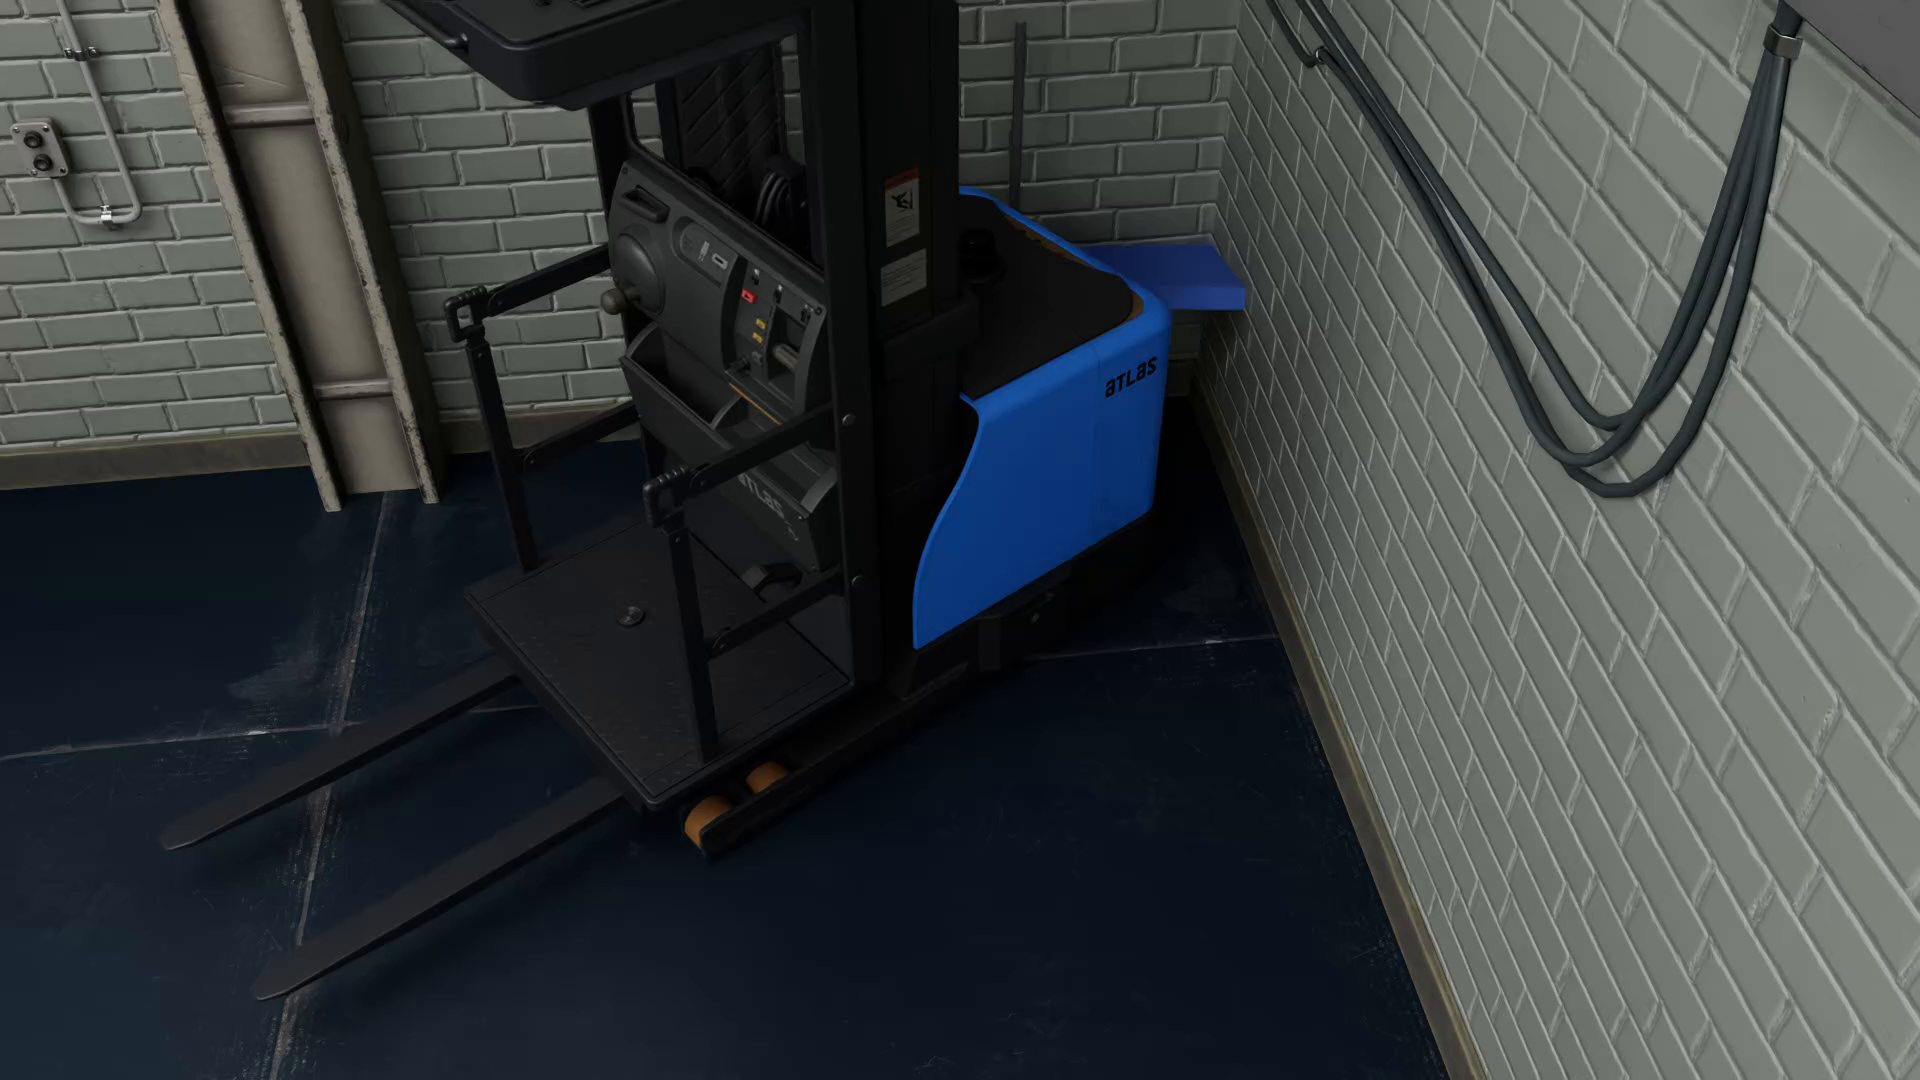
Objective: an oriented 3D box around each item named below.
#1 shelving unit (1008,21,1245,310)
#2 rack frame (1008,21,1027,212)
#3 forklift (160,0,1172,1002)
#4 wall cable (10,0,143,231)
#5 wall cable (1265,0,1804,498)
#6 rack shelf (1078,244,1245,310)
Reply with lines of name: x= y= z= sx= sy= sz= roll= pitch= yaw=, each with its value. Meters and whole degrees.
shelving unit: x=0.670 y=-1.051 z=5.715 sx=1.048 sy=1.500 sz=0.538 roll=0 pitch=29 yaw=-3
rack frame: x=0.162 y=-1.049 z=5.689 sx=0.032 sy=1.500 sz=0.500 roll=0 pitch=29 yaw=-3
forklift: x=-0.804 y=-0.597 z=4.223 sx=3.031 sy=2.935 sz=1.130 roll=-29 pitch=50 yaw=-29
wall cable: x=-3.478 y=-1.640 z=4.570 sx=1.851 sy=1.984 sz=0.084 roll=-5 pitch=42 yaw=-6
wall cable: x=1.030 y=-1.852 z=3.403 sx=0.112 sy=2.526 sz=3.097 roll=-5 pitch=42 yaw=-6
rack shelf: x=0.666 y=-0.893 z=5.802 sx=1.000 sy=0.185 sz=0.538 roll=0 pitch=29 yaw=-3
